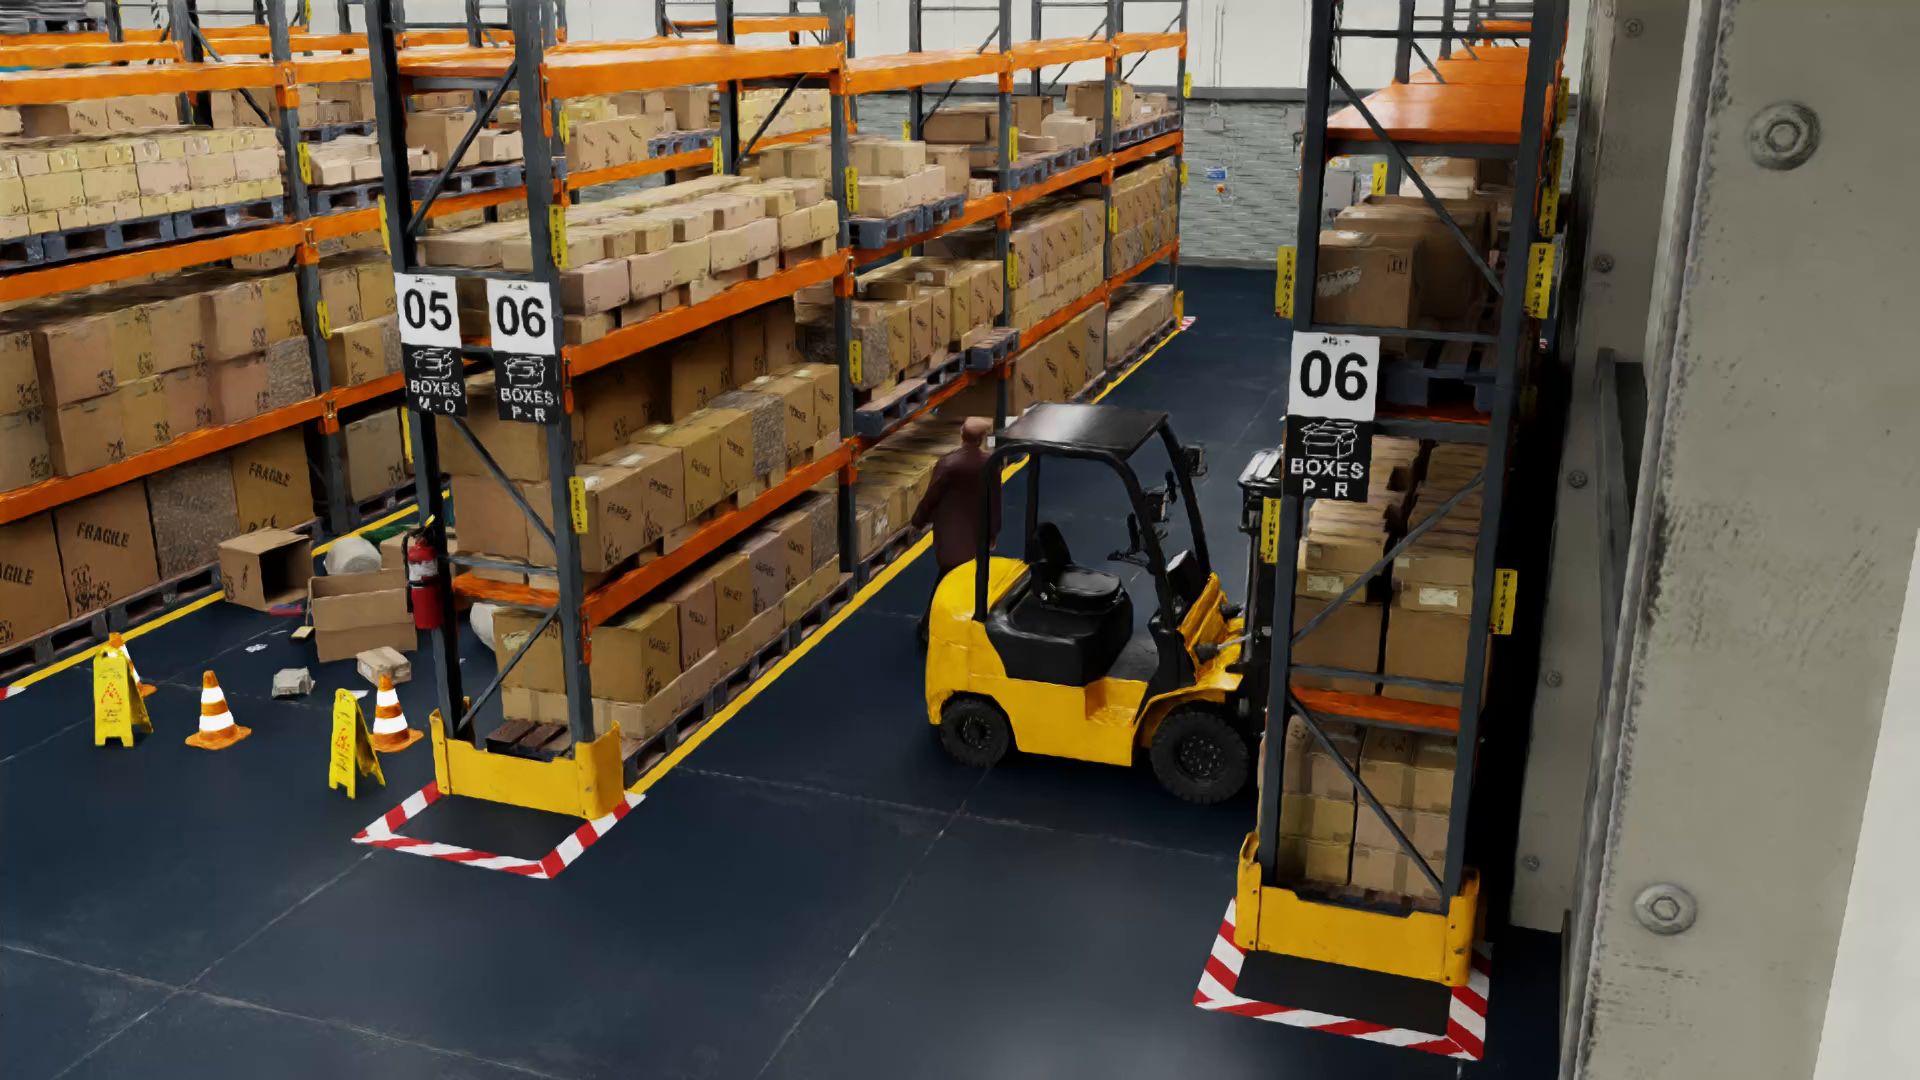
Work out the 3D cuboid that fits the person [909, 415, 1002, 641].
[{"bbox_3d":[-0.027,-0.076,12.340,0.764,1.742,0.617,15,24,39],"label":"person"}]
